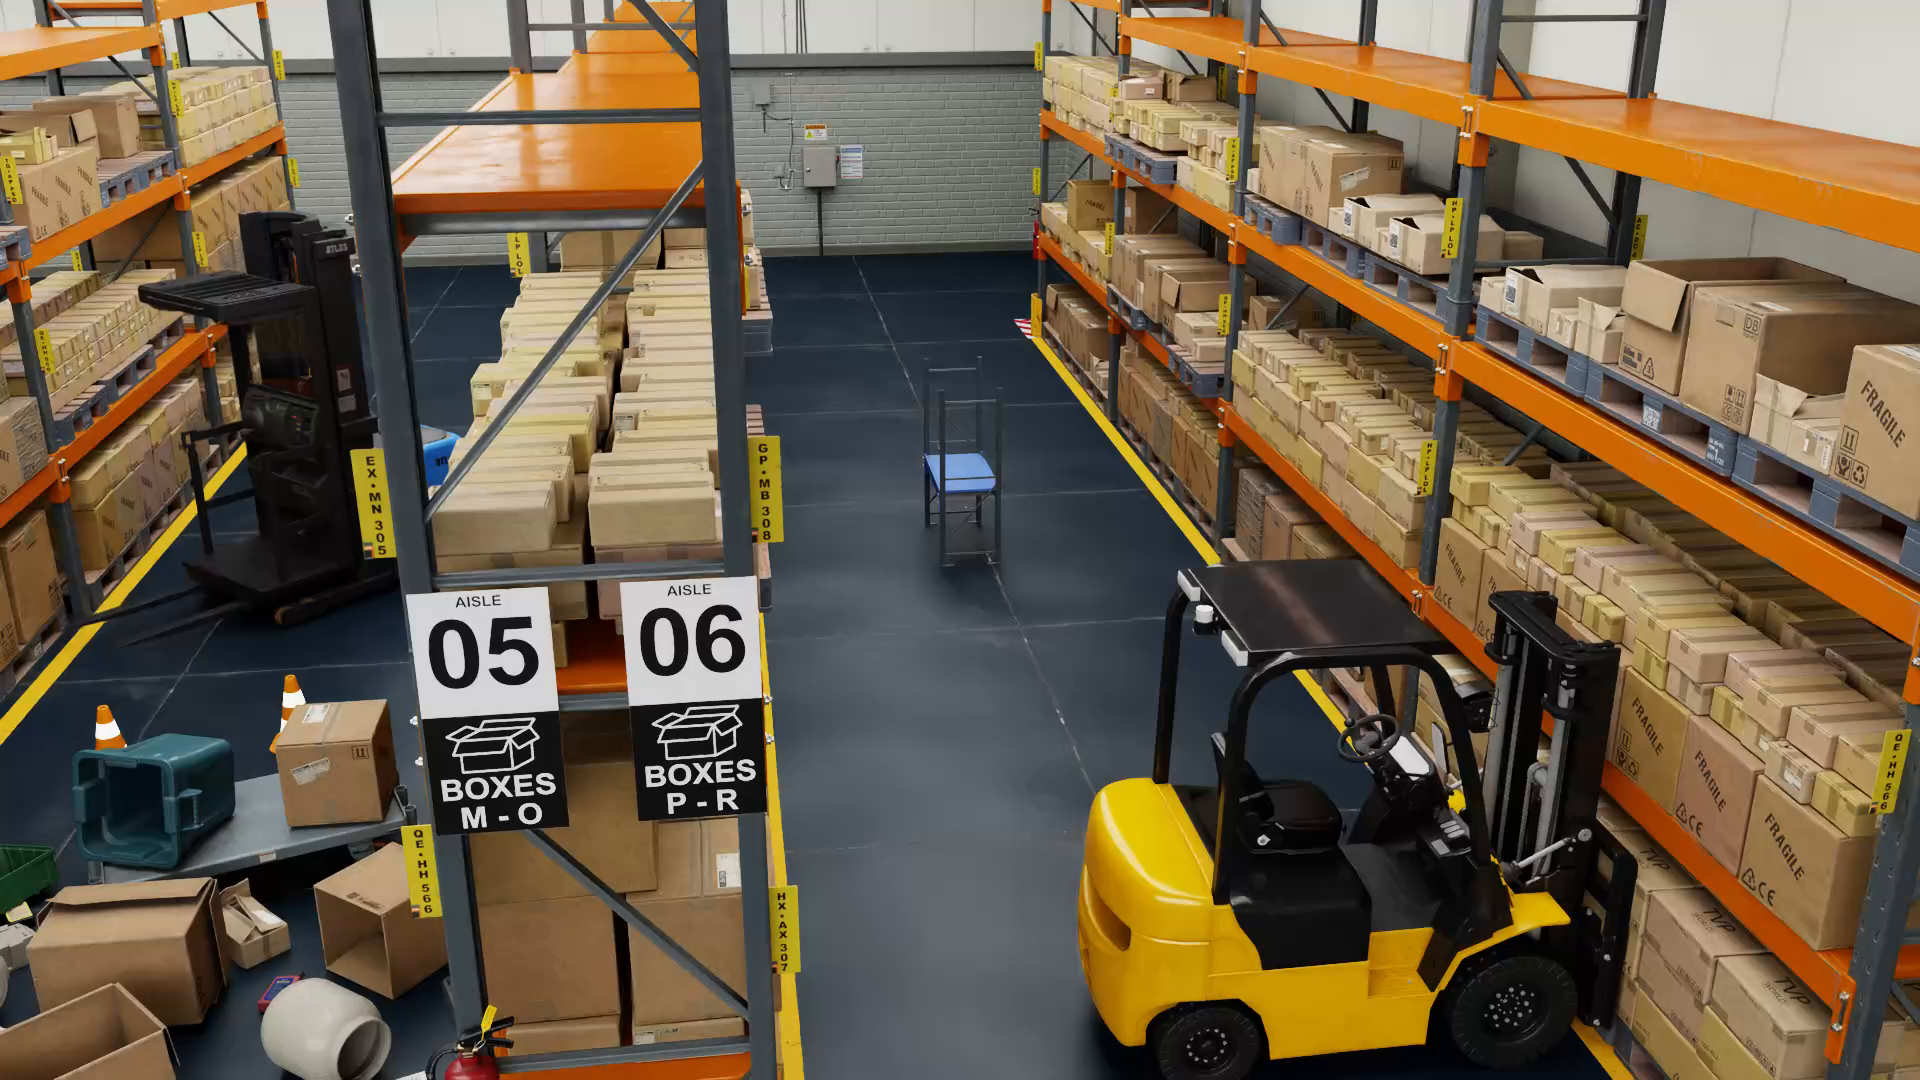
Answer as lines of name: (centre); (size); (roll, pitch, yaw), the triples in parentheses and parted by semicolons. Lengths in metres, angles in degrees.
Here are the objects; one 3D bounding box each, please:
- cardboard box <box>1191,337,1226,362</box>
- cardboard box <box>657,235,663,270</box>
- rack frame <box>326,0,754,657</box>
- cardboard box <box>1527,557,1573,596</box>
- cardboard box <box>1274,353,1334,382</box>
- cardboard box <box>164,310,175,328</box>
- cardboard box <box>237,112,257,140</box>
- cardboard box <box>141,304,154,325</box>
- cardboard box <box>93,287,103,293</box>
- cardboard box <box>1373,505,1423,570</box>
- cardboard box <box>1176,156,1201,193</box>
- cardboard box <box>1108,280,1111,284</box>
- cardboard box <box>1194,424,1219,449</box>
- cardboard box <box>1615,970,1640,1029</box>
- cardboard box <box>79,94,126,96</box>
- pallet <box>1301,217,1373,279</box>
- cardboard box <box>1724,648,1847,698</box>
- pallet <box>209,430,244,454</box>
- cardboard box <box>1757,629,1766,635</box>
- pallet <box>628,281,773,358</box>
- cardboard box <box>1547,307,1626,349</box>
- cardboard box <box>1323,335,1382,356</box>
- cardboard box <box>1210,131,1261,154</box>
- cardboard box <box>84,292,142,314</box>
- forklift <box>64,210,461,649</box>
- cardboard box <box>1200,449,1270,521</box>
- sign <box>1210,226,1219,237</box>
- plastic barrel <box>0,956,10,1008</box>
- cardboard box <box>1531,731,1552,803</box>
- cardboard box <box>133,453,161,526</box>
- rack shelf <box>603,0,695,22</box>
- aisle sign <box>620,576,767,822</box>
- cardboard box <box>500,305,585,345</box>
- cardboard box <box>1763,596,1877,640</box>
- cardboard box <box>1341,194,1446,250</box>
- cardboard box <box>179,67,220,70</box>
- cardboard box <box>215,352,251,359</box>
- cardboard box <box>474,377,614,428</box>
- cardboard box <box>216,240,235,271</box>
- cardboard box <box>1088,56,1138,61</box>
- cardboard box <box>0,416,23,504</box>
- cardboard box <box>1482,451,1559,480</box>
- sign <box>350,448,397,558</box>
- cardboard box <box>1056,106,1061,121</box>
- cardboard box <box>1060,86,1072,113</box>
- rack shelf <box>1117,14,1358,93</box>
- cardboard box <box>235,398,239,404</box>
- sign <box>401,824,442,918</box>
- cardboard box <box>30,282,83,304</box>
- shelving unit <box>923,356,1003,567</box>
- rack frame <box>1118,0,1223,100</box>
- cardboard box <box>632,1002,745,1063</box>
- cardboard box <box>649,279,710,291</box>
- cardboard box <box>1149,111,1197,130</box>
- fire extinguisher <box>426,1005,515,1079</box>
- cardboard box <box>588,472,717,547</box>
cardboard box: (2.176, -1.612, 14.079); (0.380, 0.149, 0.250); (-3, 21, -7)
cardboard box: (-1.980, -1.591, 9.589); (0.500, 0.250, 0.500); (-3, 21, -7)
rack frame: (-1.108, -1.114, 4.412); (1.000, 3.000, 0.127); (-3, 21, -8)
cardboard box: (3.115, 0.191, 8.421); (0.380, 0.149, 0.250); (-3, 21, -8)
cardboard box: (2.557, -1.281, 12.362); (0.380, 0.149, 0.250); (-3, 21, -7)
cardboard box: (-7.430, -2.035, 15.211); (0.380, 0.149, 0.250); (-3, 21, -7)
cardboard box: (-7.832, -4.401, 17.713); (0.500, 0.250, 0.500); (-2, 21, -5)
cardboard box: (-7.353, -1.993, 14.672); (0.380, 0.149, 0.250); (-4, 21, -10)
cardboard box: (-8.120, -2.232, 15.314); (0.380, 0.149, 0.250); (-3, 21, -7)
cardboard box: (2.895, -0.031, 10.301); (0.500, 0.250, 0.500); (-2, 21, -7)
cardboard box: (2.190, -3.173, 14.425); (0.500, 0.250, 0.500); (-3, 21, -8)
cardboard box: (1.778, -2.690, 17.564); (0.380, 0.149, 0.250); (-3, 21, -7)
cardboard box: (2.258, -0.906, 14.474); (0.380, 0.149, 0.250); (-4, 21, -11)
cardboard box: (3.298, 2.043, 7.863); (0.500, 0.250, 0.500); (-3, 21, -7)
cardboard box: (-8.085, -4.115, 15.664); (0.380, 0.149, 0.250); (-2, 21, -6)
pallet: (3.001, -2.024, 11.406); (1.003, 0.211, 1.213); (-2, 21, -5)
cardboard box: (3.450, 0.578, 6.960); (0.380, 0.149, 0.250); (-3, 21, -7)
pallet: (-7.853, -1.098, 16.929); (1.003, 0.211, 1.213); (-3, 21, -8)
cardboard box: (3.813, 0.432, 7.777); (0.380, 0.149, 0.250); (-3, 21, -8)
pallet: (-1.668, -1.225, 9.264); (1.213, 0.211, 1.003); (-3, 21, -8)
cardboard box: (3.102, -1.034, 8.102); (0.380, 0.149, 0.250); (-2, 21, -6)
cardboard box: (3.046, -1.488, 12.918); (0.380, 0.149, 0.250); (-2, 21, -6)
cardboard box: (2.286, -3.276, 13.707); (0.380, 0.149, 0.250); (-4, 21, -10)
cardboard box: (-7.326, -2.044, 14.383); (0.380, 0.149, 0.250); (-4, 21, -10)
forklift: (-5.302, -0.902, 12.517); (1.130, 2.935, 3.031); (14, 25, 33)
cardboard box: (2.377, -0.486, 14.278); (0.500, 0.500, 0.500); (-2, 21, -6)
sign: (2.622, -3.282, 17.135); (0.100, 0.325, 0.005); (-3, 21, -8)
plastic barrel: (-4.887, 2.118, 8.013); (0.512, 0.421, 0.421); (12, 24, 30)
cardboard box: (3.133, 1.215, 8.650); (0.500, 0.250, 0.500); (-2, 21, -6)
cardboard box: (-7.149, -0.424, 14.110); (0.500, 0.500, 0.500); (-3, 21, -9)
rack shelf: (-3.126, -5.437, 17.585); (1.077, 0.370, 4.000); (-3, 21, -8)
aisle sign: (-0.792, 0.484, 4.991); (0.394, 0.787, 0.004); (-3, 21, -8)
cardboard box: (-1.855, -0.951, 7.482); (0.380, 0.149, 0.250); (-3, 21, -8)
cardboard box: (3.886, 0.372, 7.511); (0.380, 0.149, 0.250); (-3, 21, -9)
cardboard box: (2.771, -2.051, 10.592); (0.500, 0.311, 0.500); (-4, 21, -10)
cardboard box: (-8.477, -5.191, 18.544); (0.380, 0.149, 0.250); (-3, 21, -8)
cardboard box: (-7.769, -1.898, 17.710); (0.380, 0.149, 0.250); (-4, 21, -10)
cardboard box: (-1.674, -0.470, 6.763); (0.500, 0.250, 0.500); (-3, 21, -7)
cardboard box: (-7.622, -2.715, 16.704); (0.500, 0.500, 0.500); (-3, 21, -8)
cardboard box: (1.837, -5.664, 19.955); (0.500, 0.250, 0.500); (-3, 21, -9)
cardboard box: (-6.744, -0.520, 11.254); (0.500, 0.500, 0.500); (-3, 21, -8)
cardboard box: (3.388, -0.423, 10.067); (0.380, 0.149, 0.250); (-3, 21, -9)
sign: (-1.660, -0.102, 4.725); (0.100, 0.325, 0.005); (-3, 21, -8)
cardboard box: (1.331, -4.990, 19.435); (0.380, 0.149, 0.250); (-2, 21, -7)
cardboard box: (1.446, -5.049, 19.024); (0.500, 0.250, 0.500); (-4, 21, -9)
rack shelf: (2.362, -4.304, 14.551); (1.077, 0.370, 4.000); (-3, 21, -8)
cardboard box: (-7.582, -1.353, 17.100); (0.380, 0.149, 0.250); (-3, 21, -8)
sign: (-1.660, 1.027, 5.147); (0.100, 0.325, 0.005); (-3, 21, -8)
cardboard box: (-8.039, -2.187, 14.767); (0.380, 0.149, 0.250); (-3, 21, -7)
shelving unit: (0.012, -0.673, 13.949); (0.538, 1.500, 1.048); (-3, 21, -8)
rack frame: (2.074, -5.520, 16.209); (1.000, 3.000, 0.127); (-3, 21, -8)
cardboard box: (-0.952, 1.686, 5.848); (0.380, 0.149, 0.250); (-3, 21, -8)
cardboard box: (-1.309, -1.165, 8.054); (0.380, 0.149, 0.250); (-3, 21, -9)
cardboard box: (1.936, -3.812, 15.114); (0.380, 0.149, 0.250); (-3, 21, -7)
fire extinguisher: (-1.547, 1.796, 5.306); (0.296, 0.674, 0.183); (-3, 21, -8)
cardboard box: (-0.957, -0.098, 5.198); (0.380, 0.149, 0.250); (-3, 21, -8)
